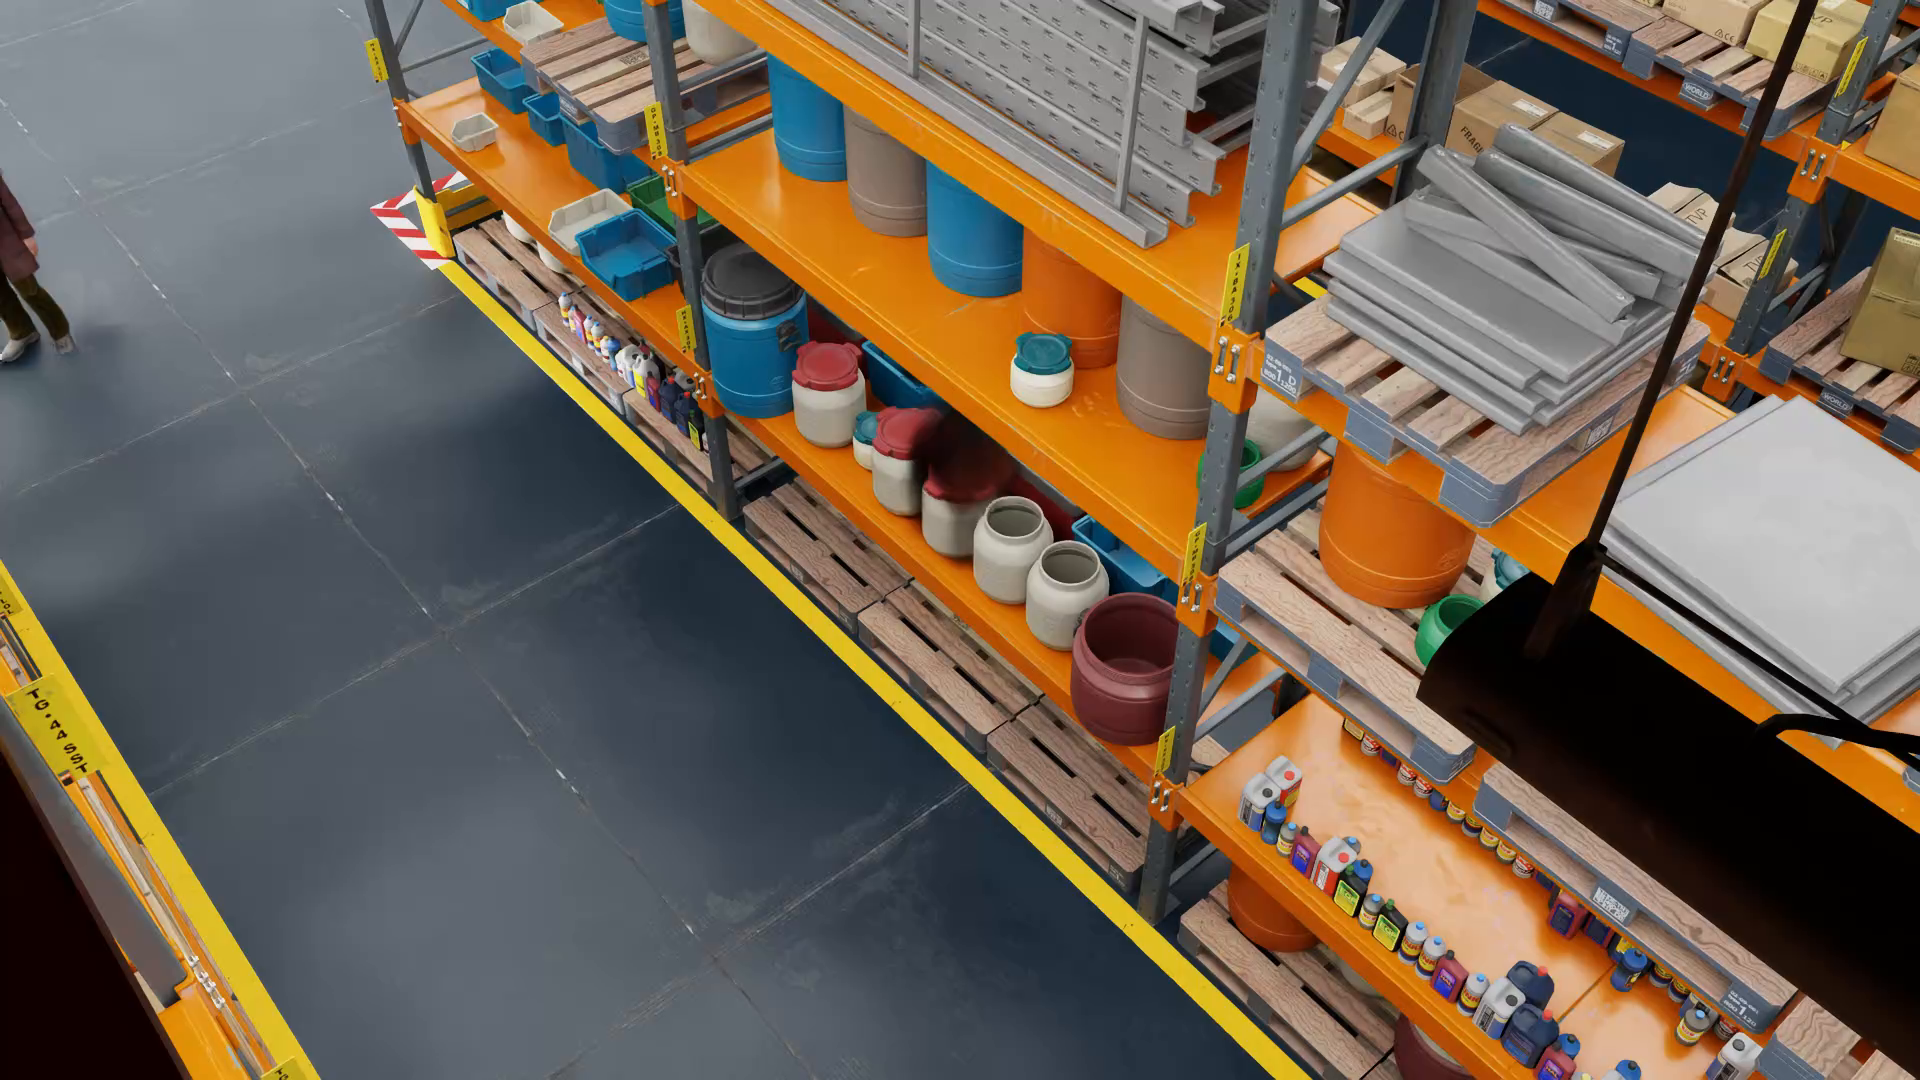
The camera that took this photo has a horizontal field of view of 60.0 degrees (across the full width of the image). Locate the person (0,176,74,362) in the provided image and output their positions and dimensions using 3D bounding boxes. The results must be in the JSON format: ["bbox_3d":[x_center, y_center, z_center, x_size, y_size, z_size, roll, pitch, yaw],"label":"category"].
[{"bbox_3d":[-6.866,-2.027,11.735,0.658,1.860,0.391,-4,47,-4],"label":"person"}]
